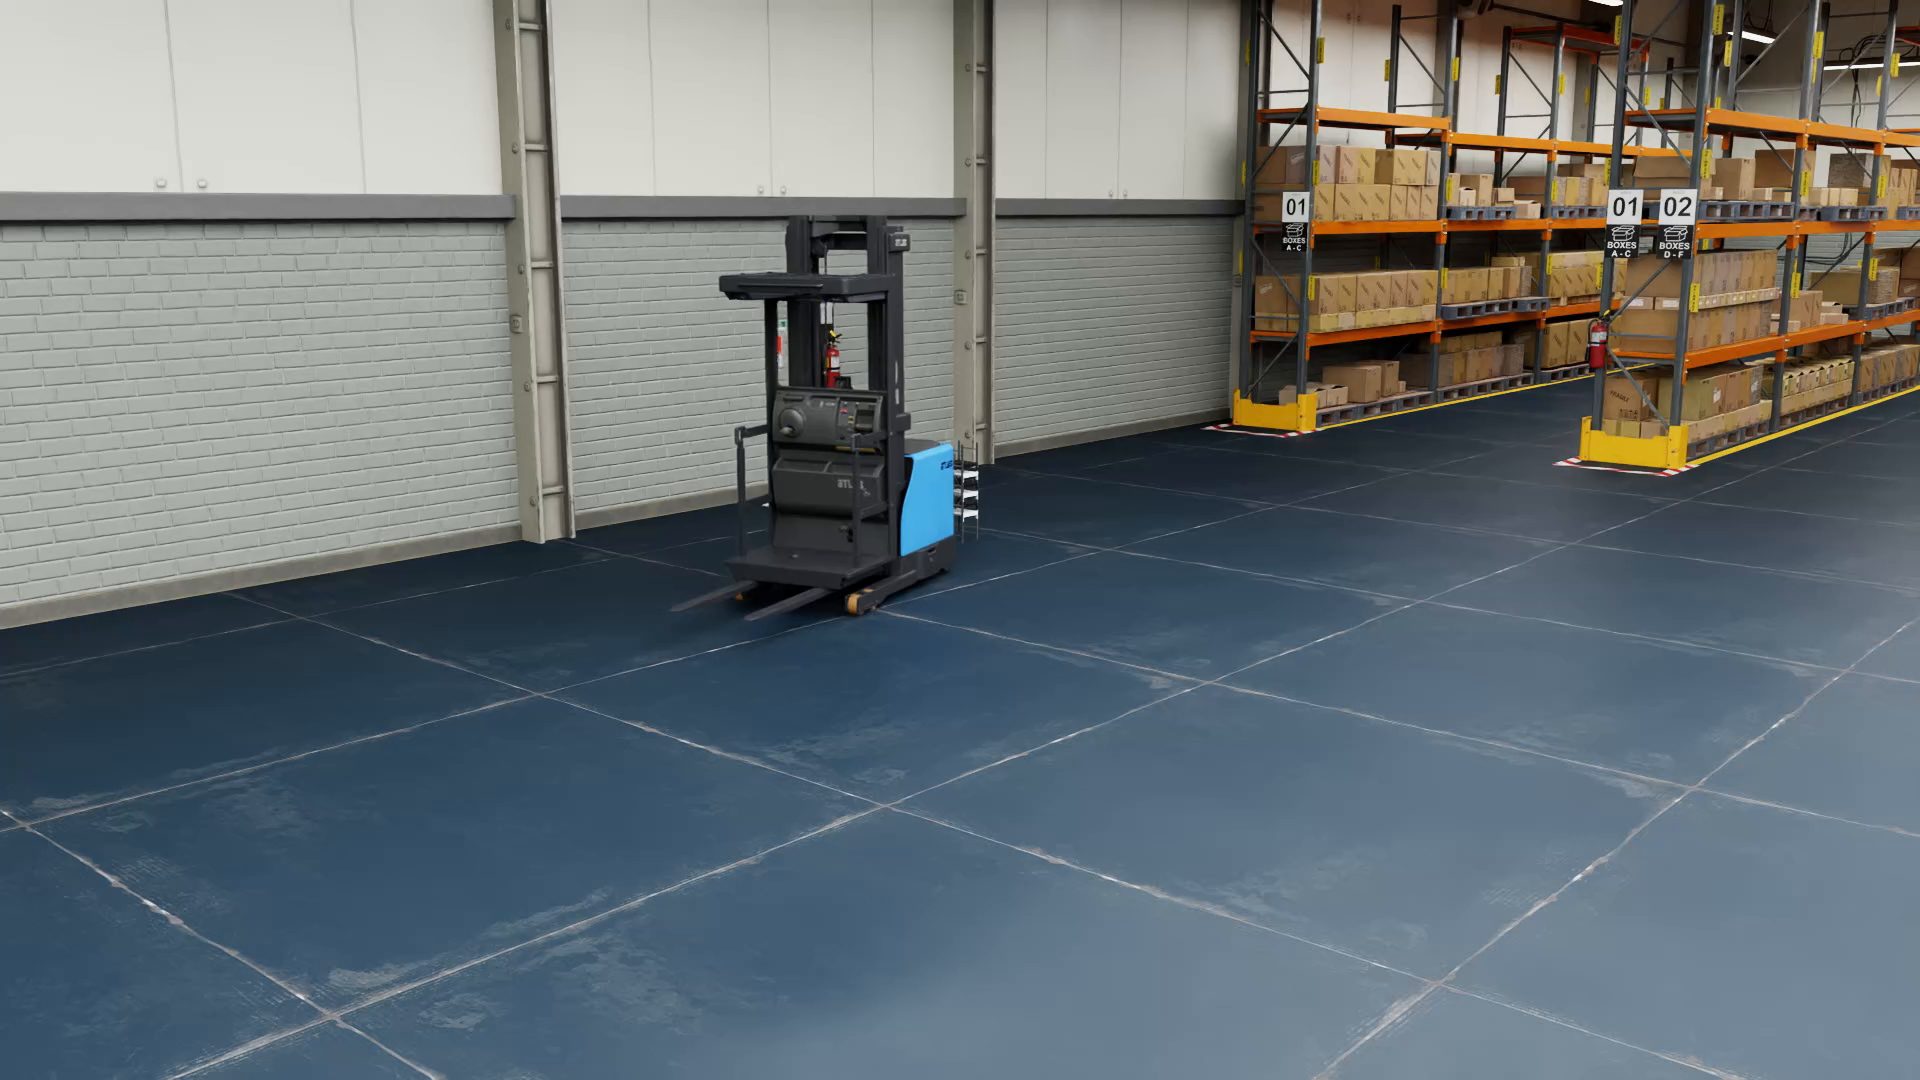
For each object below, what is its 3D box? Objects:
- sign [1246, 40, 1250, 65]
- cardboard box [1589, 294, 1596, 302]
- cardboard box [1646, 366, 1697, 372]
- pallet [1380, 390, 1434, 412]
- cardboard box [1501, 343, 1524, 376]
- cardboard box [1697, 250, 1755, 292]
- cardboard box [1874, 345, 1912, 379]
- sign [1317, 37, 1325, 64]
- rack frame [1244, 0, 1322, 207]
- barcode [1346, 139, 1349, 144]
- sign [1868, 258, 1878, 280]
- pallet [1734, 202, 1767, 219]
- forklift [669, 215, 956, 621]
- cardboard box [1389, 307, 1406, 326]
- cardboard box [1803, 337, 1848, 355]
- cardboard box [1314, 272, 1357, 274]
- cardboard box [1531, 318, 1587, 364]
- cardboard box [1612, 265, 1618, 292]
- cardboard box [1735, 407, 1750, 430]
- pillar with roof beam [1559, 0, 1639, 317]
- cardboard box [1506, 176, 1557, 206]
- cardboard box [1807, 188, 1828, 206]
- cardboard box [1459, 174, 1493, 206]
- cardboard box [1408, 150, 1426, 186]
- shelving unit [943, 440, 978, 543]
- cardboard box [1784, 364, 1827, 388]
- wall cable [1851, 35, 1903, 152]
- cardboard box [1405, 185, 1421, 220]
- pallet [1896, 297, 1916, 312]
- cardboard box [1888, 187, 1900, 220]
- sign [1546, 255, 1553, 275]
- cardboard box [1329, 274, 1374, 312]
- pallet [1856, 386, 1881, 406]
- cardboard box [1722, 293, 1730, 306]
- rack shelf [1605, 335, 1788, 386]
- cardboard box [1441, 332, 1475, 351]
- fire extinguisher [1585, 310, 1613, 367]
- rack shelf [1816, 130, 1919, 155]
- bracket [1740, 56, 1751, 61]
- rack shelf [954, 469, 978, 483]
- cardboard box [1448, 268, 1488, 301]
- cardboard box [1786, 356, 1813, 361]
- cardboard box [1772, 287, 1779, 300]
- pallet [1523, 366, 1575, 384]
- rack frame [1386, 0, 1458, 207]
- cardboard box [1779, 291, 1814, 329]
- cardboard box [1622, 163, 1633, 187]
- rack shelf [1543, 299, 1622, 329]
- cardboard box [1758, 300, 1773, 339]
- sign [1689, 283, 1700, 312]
[{"bbox_3d":[3.912,-6.590,22.479,0.100,0.325,0.005,10,15,40],"label":"sign"},{"bbox_3d":[11.354,-4.422,30.322,0.380,0.149,0.250,9,15,39],"label":"cardboard box"},{"bbox_3d":[9.149,-1.963,21.452,0.500,0.500,0.500,10,15,40],"label":"cardboard box"},{"bbox_3d":[6.539,-2.155,25.501,1.003,0.211,1.213,10,15,40],"label":"pallet"},{"bbox_3d":[9.160,-3.092,28.330,0.700,0.500,0.500,10,15,41],"label":"cardboard box"},{"bbox_3d":[9.727,-3.457,21.333,0.700,0.500,0.500,10,15,40],"label":"cardboard box"},{"bbox_3d":[15.517,-2.972,27.729,0.500,0.500,0.500,10,15,41],"label":"cardboard box"},{"bbox_3d":[4.723,-6.406,21.761,0.100,0.325,0.005,10,15,40],"label":"sign"},{"bbox_3d":[4.315,-5.979,22.212,1.000,3.000,0.127,10,15,40],"label":"rack frame"},{"bbox_3d":[5.715,-5.880,24.521,0.001,0.075,0.075,10,15,40],"label":"barcode"},{"bbox_3d":[13.739,-4.071,25.018,0.100,0.325,0.005,10,15,40],"label":"sign"},{"bbox_3d":[9.330,-4.106,20.717,1.003,0.211,1.213,10,15,40],"label":"pallet"},{"bbox_3d":[-1.107,-0.966,12.605,1.130,2.935,3.031,5,12,24],"label":"forklift"},{"bbox_3d":[6.215,-3.305,24.471,0.500,0.250,0.500,10,15,40],"label":"cardboard box"},{"bbox_3d":[13.795,-3.109,26.502,0.500,0.250,0.500,11,15,42],"label":"cardboard box"},{"bbox_3d":[5.477,-3.662,24.343,0.500,0.500,0.500,10,15,41],"label":"cardboard box"},{"bbox_3d":[10.763,-3.586,29.960,0.750,0.750,0.750,10,15,40],"label":"cardboard box"},{"bbox_3d":[11.792,-4.831,30.713,0.500,0.500,0.500,10,15,41],"label":"cardboard box"},{"bbox_3d":[9.881,-1.599,21.547,0.500,0.250,0.500,10,15,40],"label":"cardboard box"},{"bbox_3d":[15.283,-7.403,29.340,9.100,9.000,0.548,10,15,40],"label":"pillar with roof beam"},{"bbox_3d":[9.867,-6.028,28.733,0.700,0.500,0.500,8,14,36],"label":"cardboard box"},{"bbox_3d":[11.987,-4.863,23.591,0.500,0.250,0.500,8,14,36],"label":"cardboard box"},{"bbox_3d":[8.191,-5.603,26.661,0.500,0.500,0.500,9,14,38],"label":"cardboard box"},{"bbox_3d":[6.473,-5.455,24.385,0.500,0.500,0.500,11,16,43],"label":"cardboard box"},{"bbox_3d":[0.005,-0.442,15.168,0.258,0.900,0.210,10,15,40],"label":"shelving unit"},{"bbox_3d":[12.153,-2.374,23.992,0.500,0.311,0.500,10,15,42],"label":"cardboard box"},{"bbox_3d":[20.911,-9.724,35.991,3.097,2.526,0.112,10,15,40],"label":"wall cable"},{"bbox_3d":[6.465,-4.977,24.544,0.500,0.500,0.500,8,14,36],"label":"cardboard box"},{"bbox_3d":[15.351,-3.965,27.936,1.003,0.211,1.213,10,15,40],"label":"pallet"},{"bbox_3d":[14.262,-5.315,26.287,0.910,0.500,0.500,10,15,40],"label":"cardboard box"},{"bbox_3d":[10.010,-4.675,28.242,0.100,0.325,0.005,10,15,40],"label":"sign"},{"bbox_3d":[5.536,-3.519,23.630,0.500,0.500,0.500,9,14,39],"label":"cardboard box"},{"bbox_3d":[13.841,-2.312,26.287,1.003,0.211,1.213,10,15,40],"label":"pallet"},{"bbox_3d":[9.308,-2.984,20.622,0.380,0.149,0.250,10,15,40],"label":"cardboard box"},{"bbox_3d":[9.359,-2.339,21.139,1.077,0.370,4.000,10,15,40],"label":"rack shelf"},{"bbox_3d":[8.058,-3.236,27.139,0.500,0.250,0.500,9,15,39],"label":"cardboard box"},{"bbox_3d":[7.612,-2.402,19.817,0.296,0.674,0.183,10,15,40],"label":"fire extinguisher"},{"bbox_3d":[14.640,-6.262,26.484,1.077,0.370,4.000,10,15,40],"label":"rack shelf"},{"bbox_3d":[17.725,-10.885,37.581,0.076,0.066,3.189,10,15,40],"label":"bracket"},{"bbox_3d":[0.005,-0.586,15.139,0.258,0.077,0.200,10,15,40],"label":"rack shelf"},{"bbox_3d":[8.103,-4.143,26.958,0.500,0.500,0.700,-10,15,-40],"label":"cardboard box"},{"bbox_3d":[12.753,-2.668,25.466,0.500,0.311,0.500,10,15,42],"label":"cardboard box"},{"bbox_3d":[10.661,-3.285,22.130,0.380,0.149,0.250,10,15,40],"label":"cardboard box"},{"bbox_3d":[10.173,-2.953,29.497,1.003,0.211,1.213,10,15,40],"label":"pallet"},{"bbox_3d":[6.956,-6.568,25.158,1.000,3.000,0.127,10,15,40],"label":"rack frame"},{"bbox_3d":[11.877,-3.297,23.844,0.500,0.500,0.500,10,15,40],"label":"cardboard box"},{"bbox_3d":[12.918,-6.892,31.579,0.500,0.500,0.500,10,15,40],"label":"cardboard box"},{"bbox_3d":[10.916,-4.156,30.236,1.077,0.370,4.000,10,15,40],"label":"rack shelf"},{"bbox_3d":[10.391,-2.969,22.201,0.700,0.500,0.500,9,15,39],"label":"cardboard box"},{"bbox_3d":[8.452,-2.788,19.139,0.100,0.325,0.005,10,15,40],"label":"sign"}]
